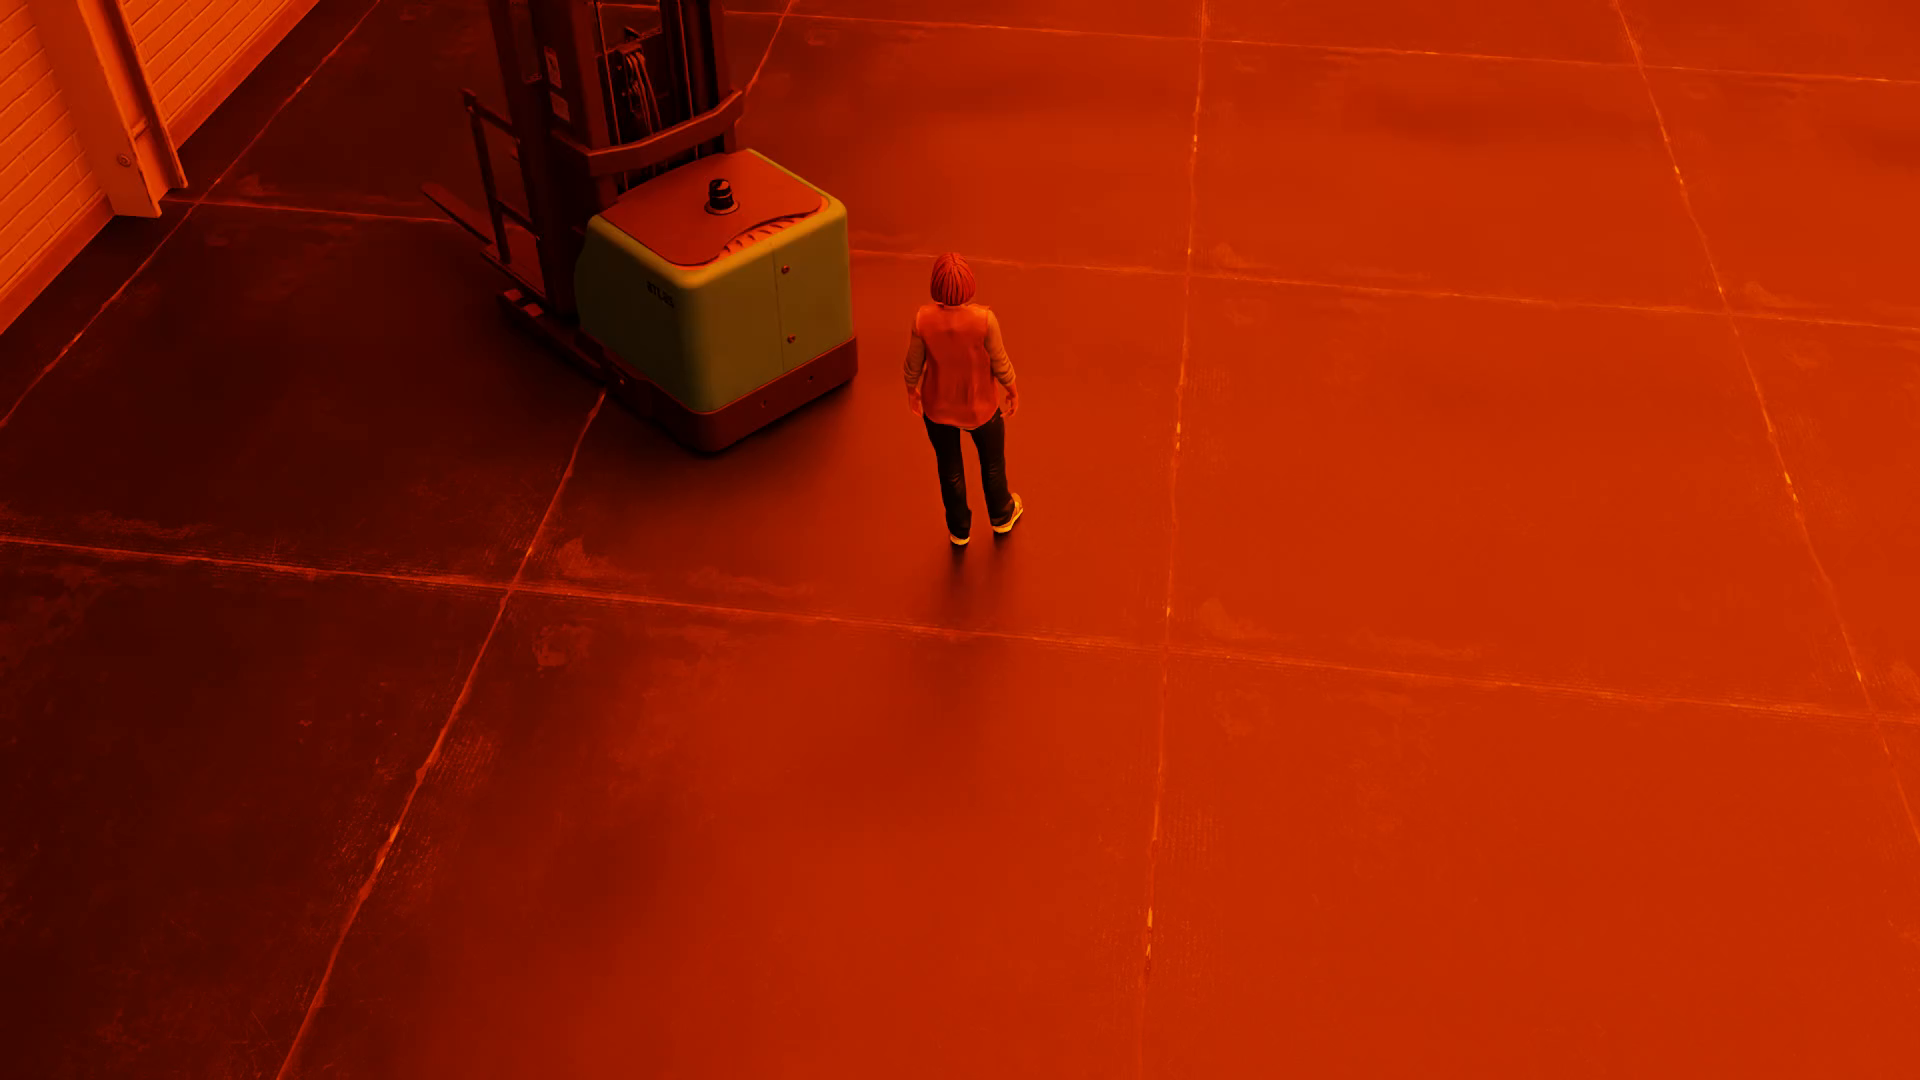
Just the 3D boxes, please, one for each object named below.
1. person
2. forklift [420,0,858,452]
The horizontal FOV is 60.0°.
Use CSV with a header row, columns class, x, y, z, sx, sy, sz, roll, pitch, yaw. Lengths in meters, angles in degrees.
class,x,y,z,sx,sy,sz,roll,pitch,yaw
person,0.023,-0.642,7.399,0.521,1.599,0.473,5,43,6
forklift,-1.914,-2.421,8.360,1.130,2.935,3.031,-33,52,-30
